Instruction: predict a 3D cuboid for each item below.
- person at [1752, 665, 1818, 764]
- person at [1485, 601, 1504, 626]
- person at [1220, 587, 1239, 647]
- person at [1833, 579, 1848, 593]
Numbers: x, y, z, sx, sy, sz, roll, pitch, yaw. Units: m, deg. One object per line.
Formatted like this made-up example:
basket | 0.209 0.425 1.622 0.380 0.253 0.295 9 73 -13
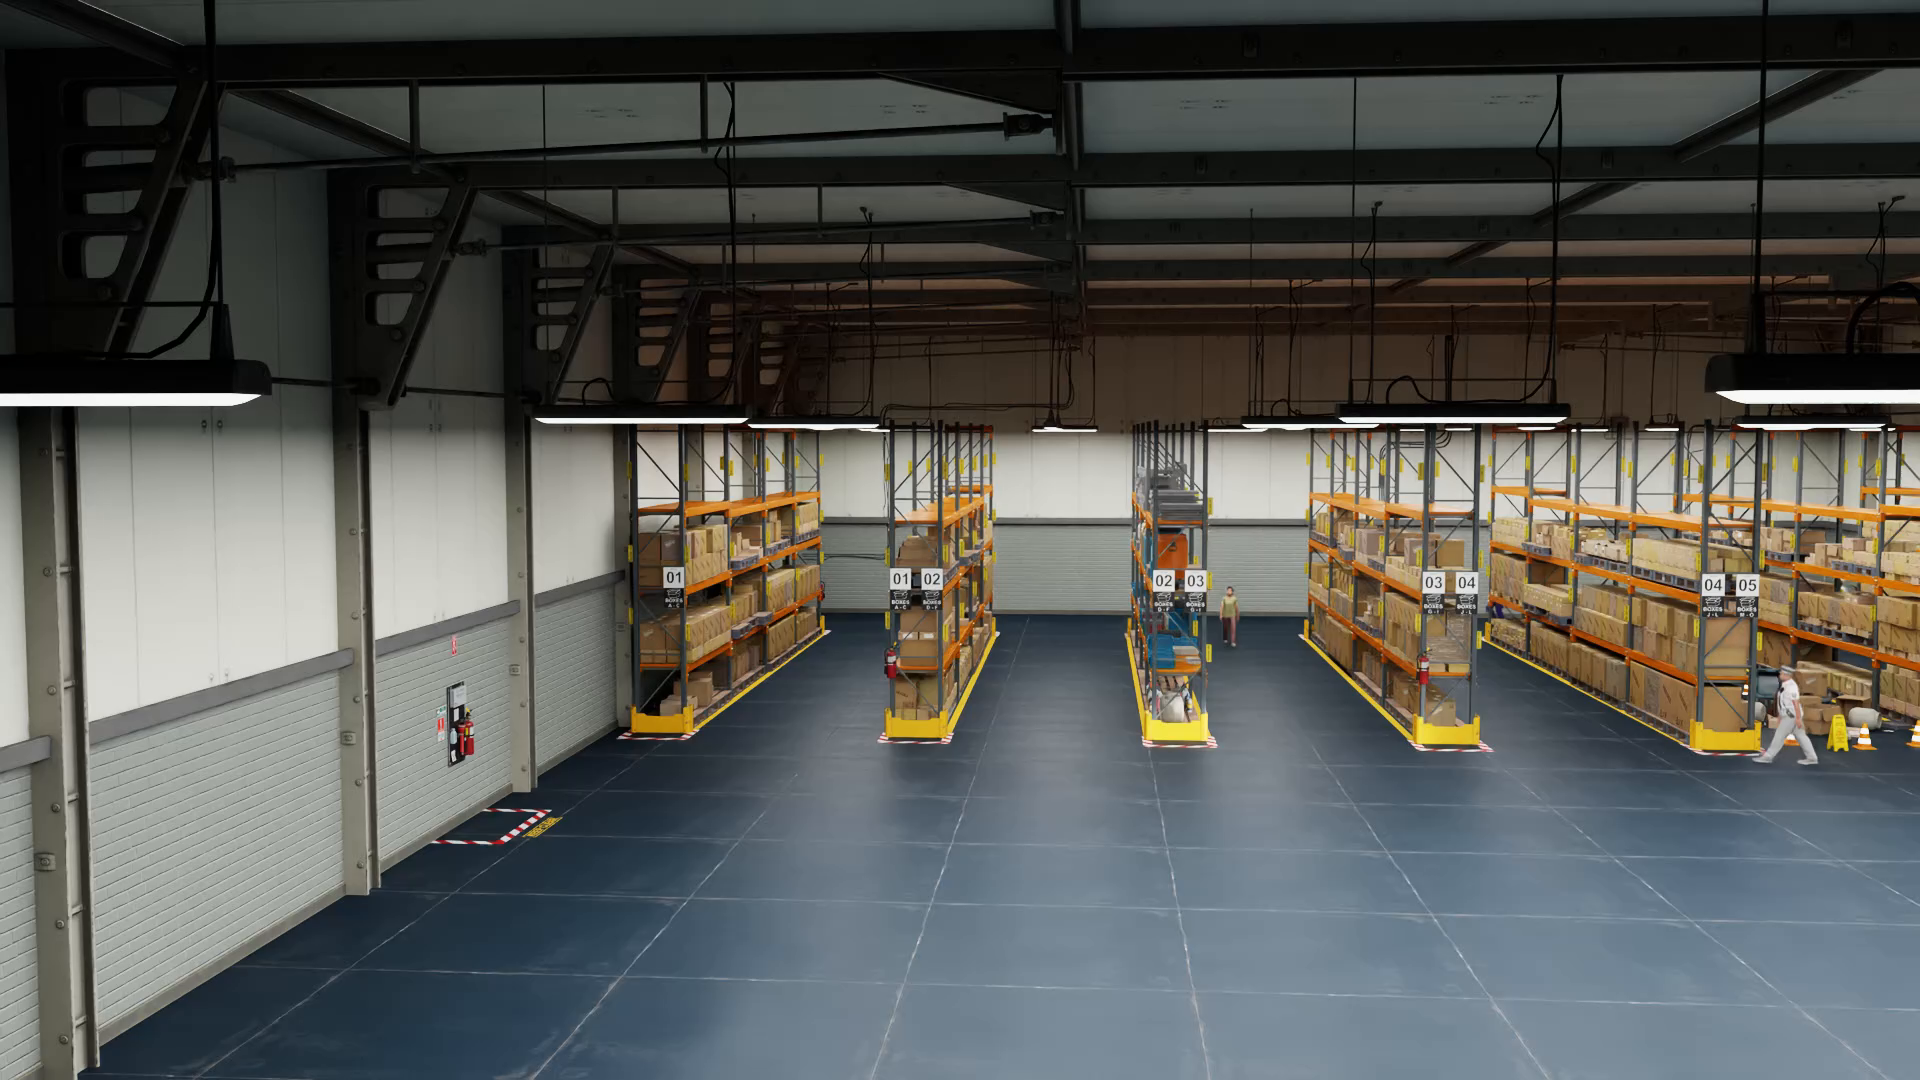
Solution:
person | 14.315 3.020 28.799 1.034 1.697 0.584 2 4 25
person | 15.916 1.800 49.373 0.492 1.716 0.515 -1 4 -16
person | 7.289 2.060 44.973 0.546 1.612 1.082 0 4 1
person | 24.771 1.886 46.853 1.065 1.744 0.544 0 4 5
